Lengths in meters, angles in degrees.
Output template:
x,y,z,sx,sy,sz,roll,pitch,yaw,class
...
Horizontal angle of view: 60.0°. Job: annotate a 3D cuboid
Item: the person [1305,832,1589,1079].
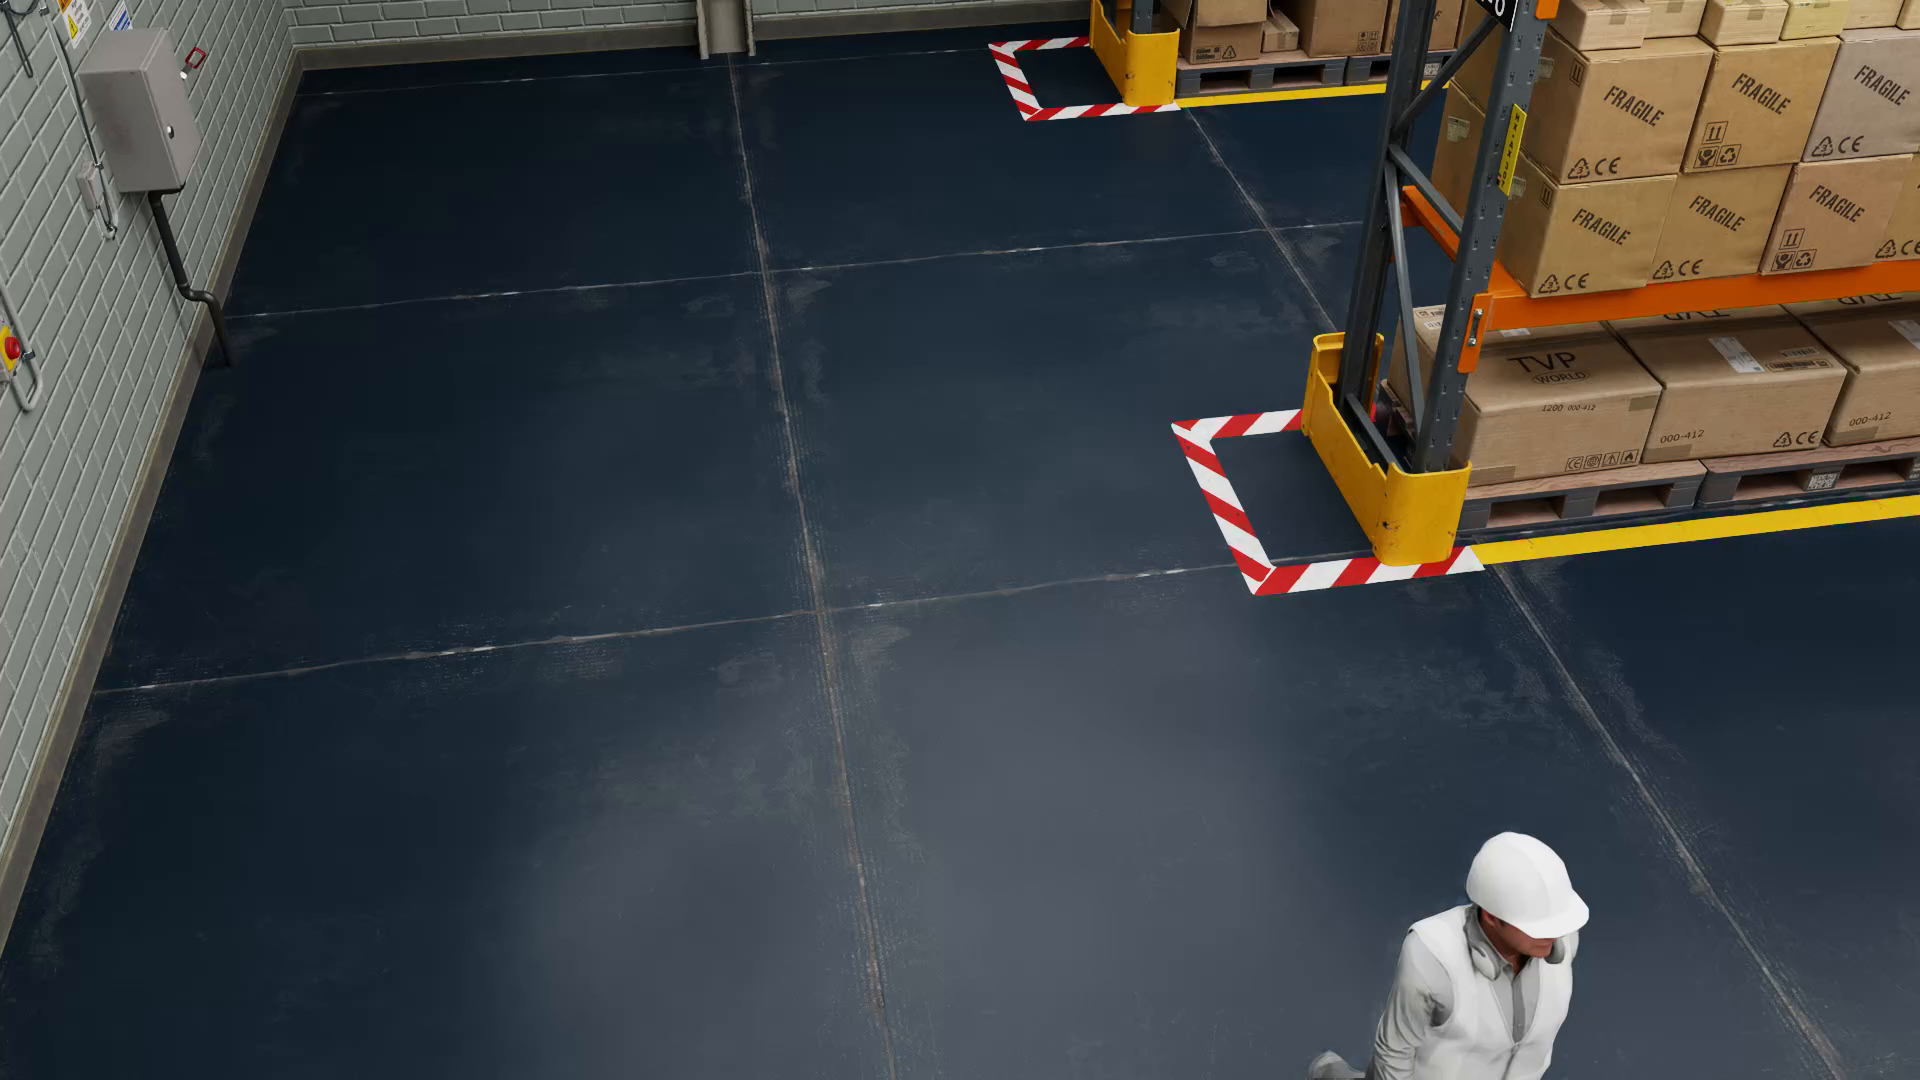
x,y,z,sx,sy,sz,roll,pitch,yaw,class
1.301,1.386,4.389,0.557,1.728,1.030,-8,39,-10,person
